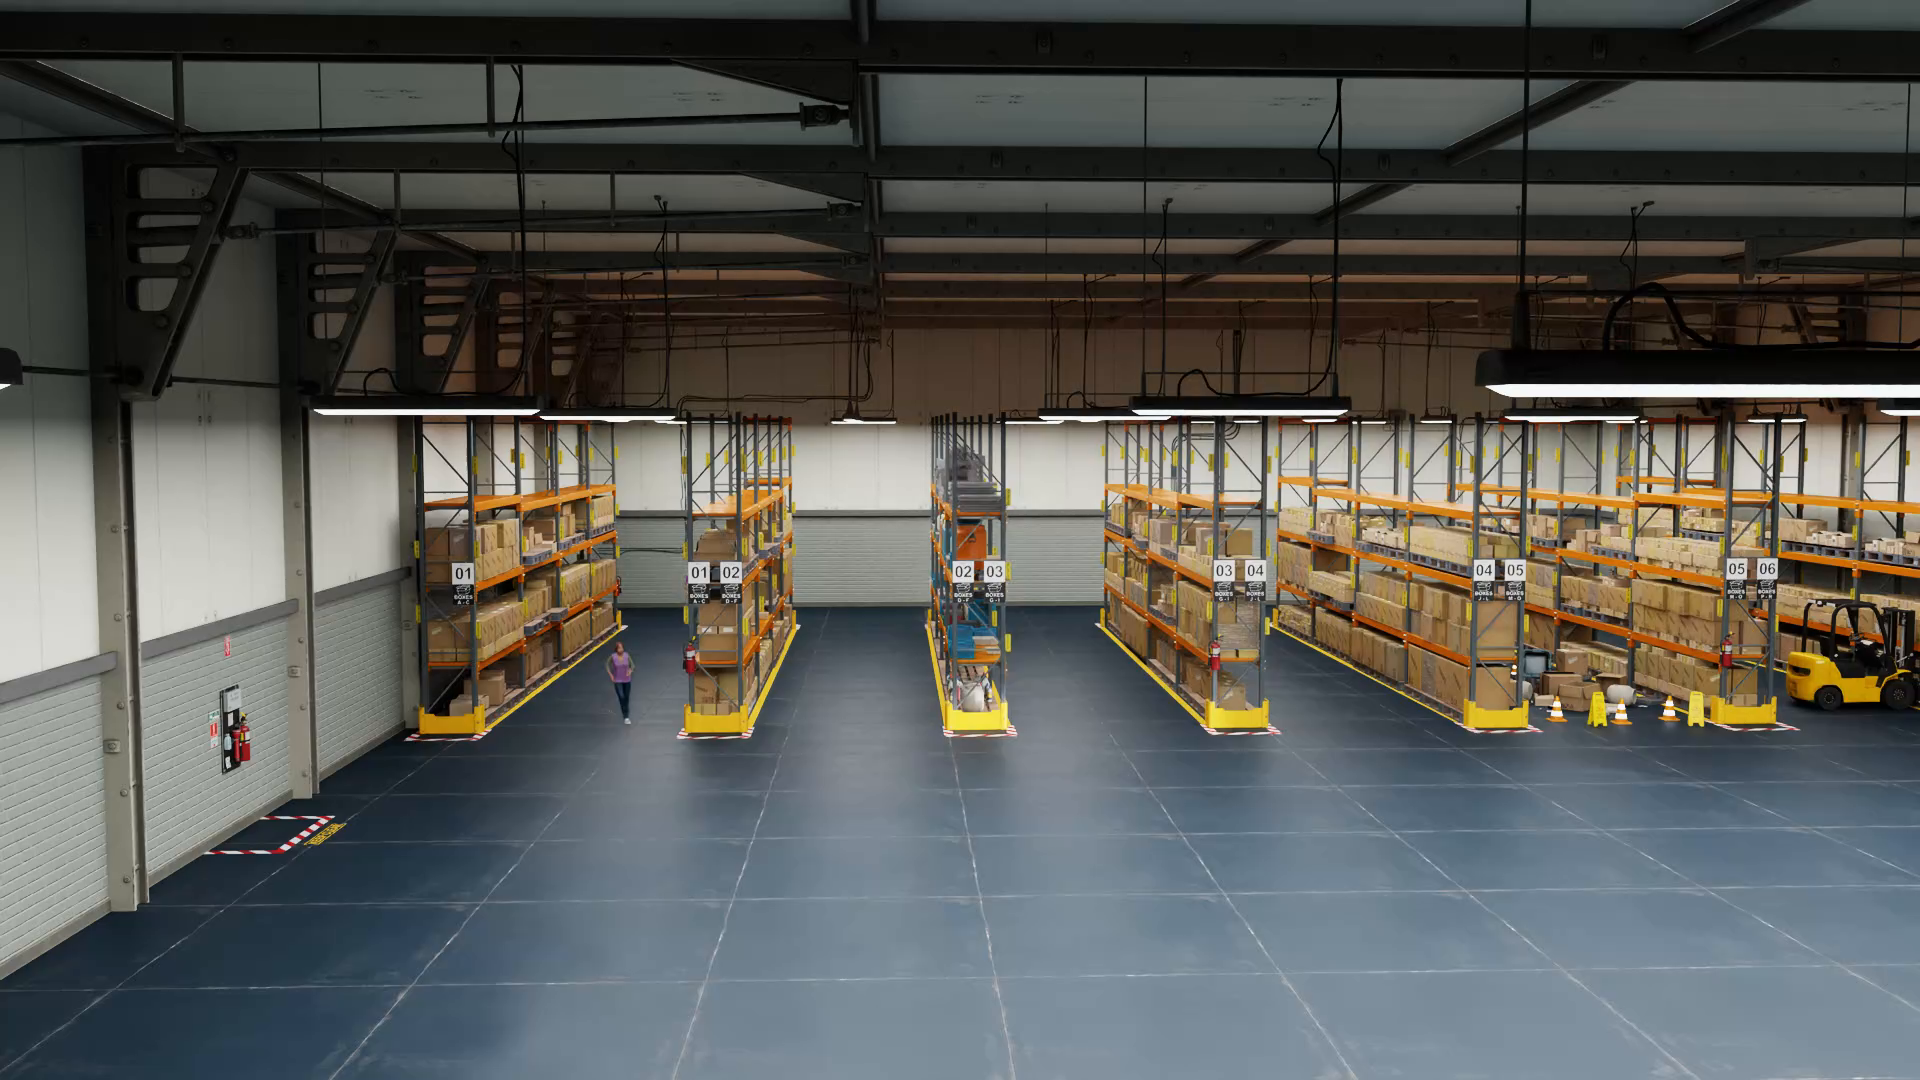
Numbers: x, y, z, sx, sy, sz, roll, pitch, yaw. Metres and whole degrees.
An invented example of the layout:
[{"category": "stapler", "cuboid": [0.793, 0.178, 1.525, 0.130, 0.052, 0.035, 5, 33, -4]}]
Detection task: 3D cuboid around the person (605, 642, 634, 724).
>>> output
[{"category": "person", "cuboid": [-6.568, 2.738, 32.140, 0.544, 1.570, 0.811, -2, 4, -27]}]
